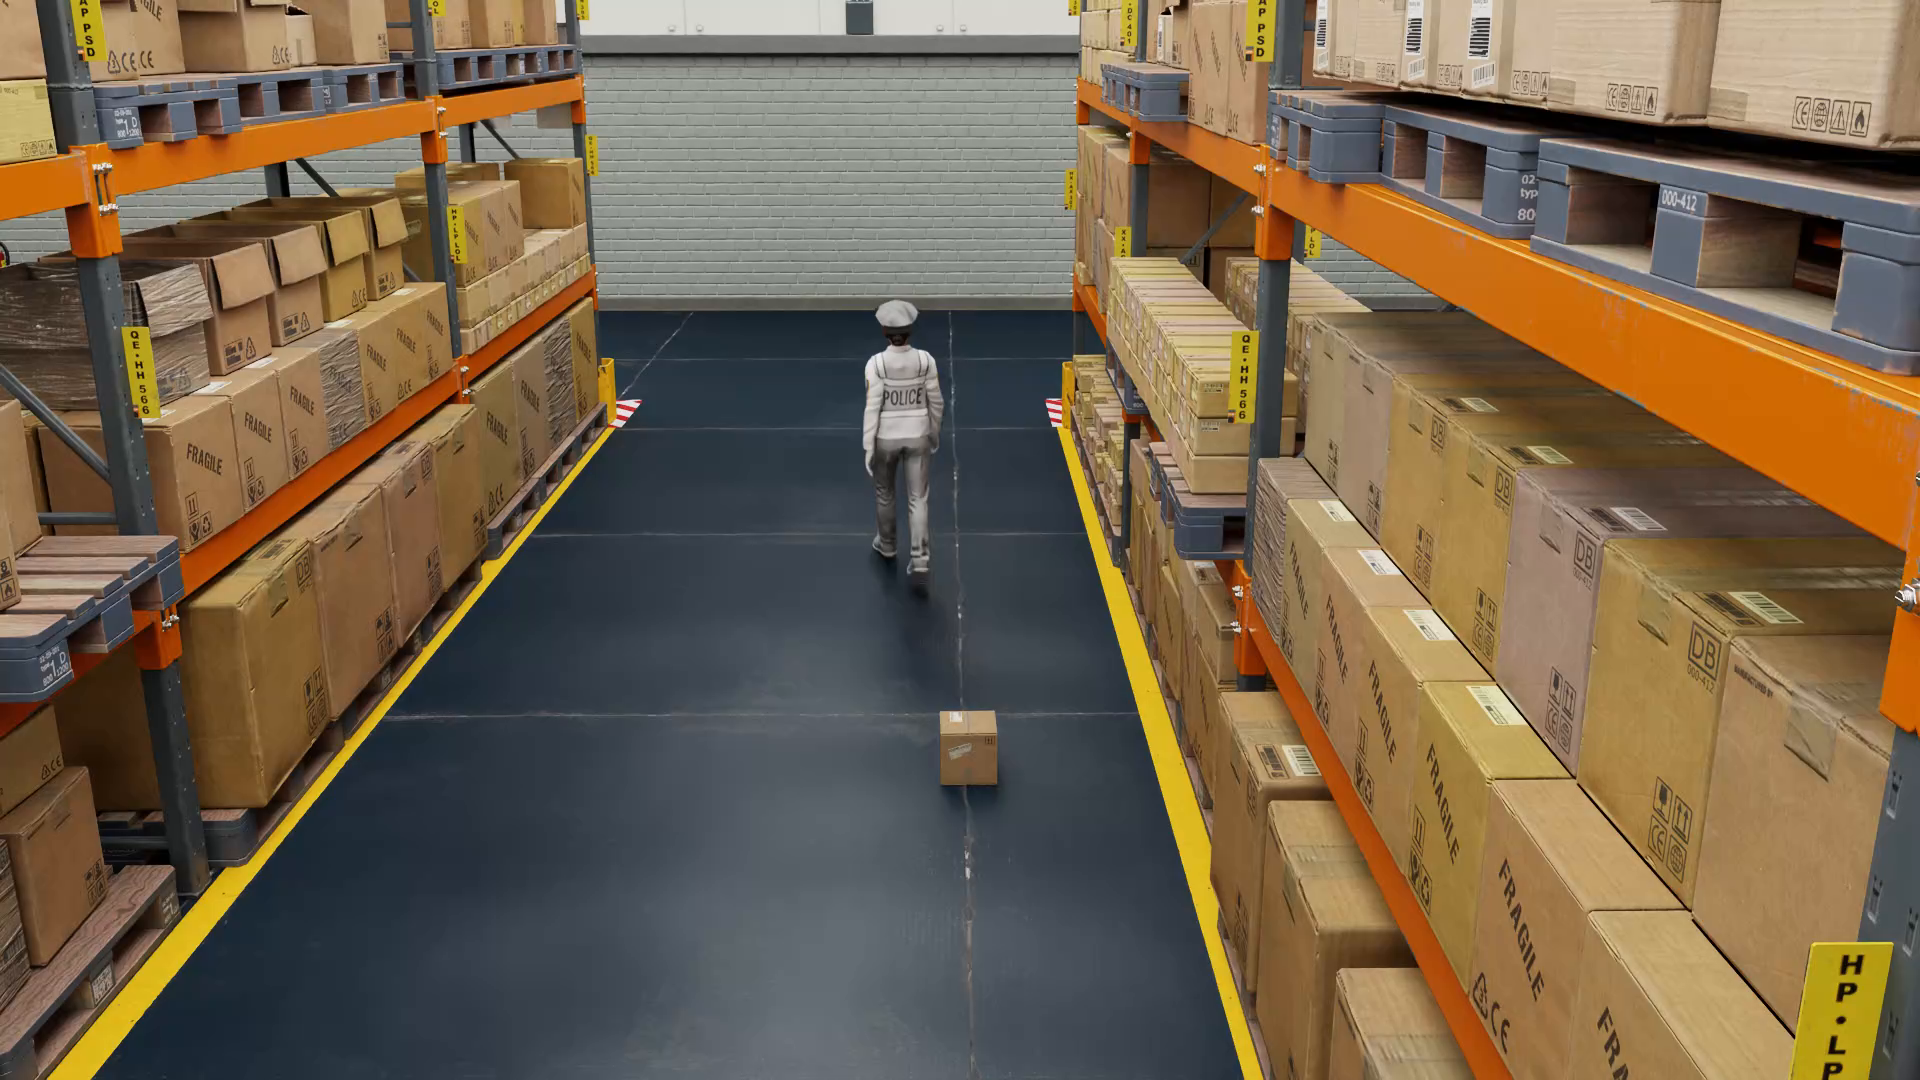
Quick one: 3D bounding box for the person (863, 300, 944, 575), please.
[{"bbox_3d":[-0.343,-0.619,9.971,0.505,1.641,0.971,-3,17,-9],"label":"person"}]
